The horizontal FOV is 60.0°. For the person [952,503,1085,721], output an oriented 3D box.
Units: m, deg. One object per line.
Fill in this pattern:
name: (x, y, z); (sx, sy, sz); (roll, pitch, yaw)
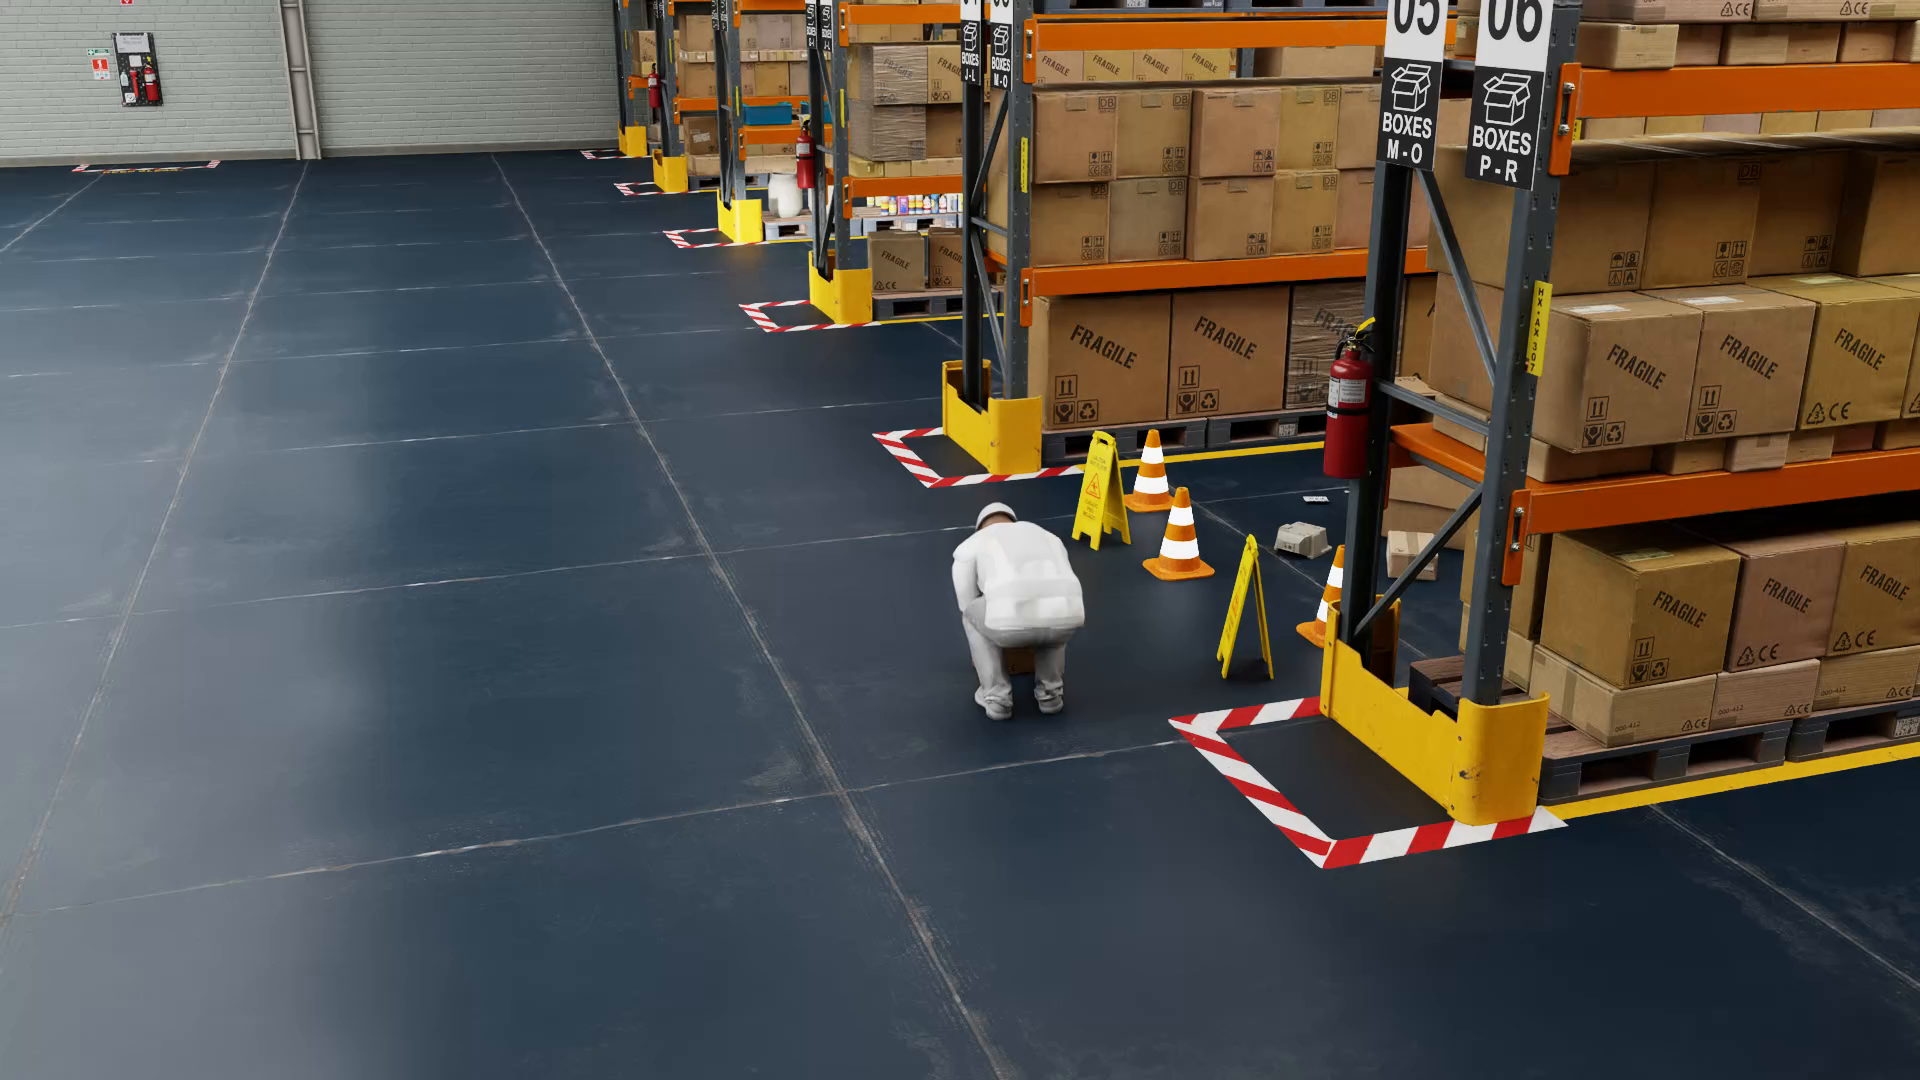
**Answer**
person: (0.241, 0.331, 7.473); (0.524, 0.804, 0.964); (-3, 19, -8)
